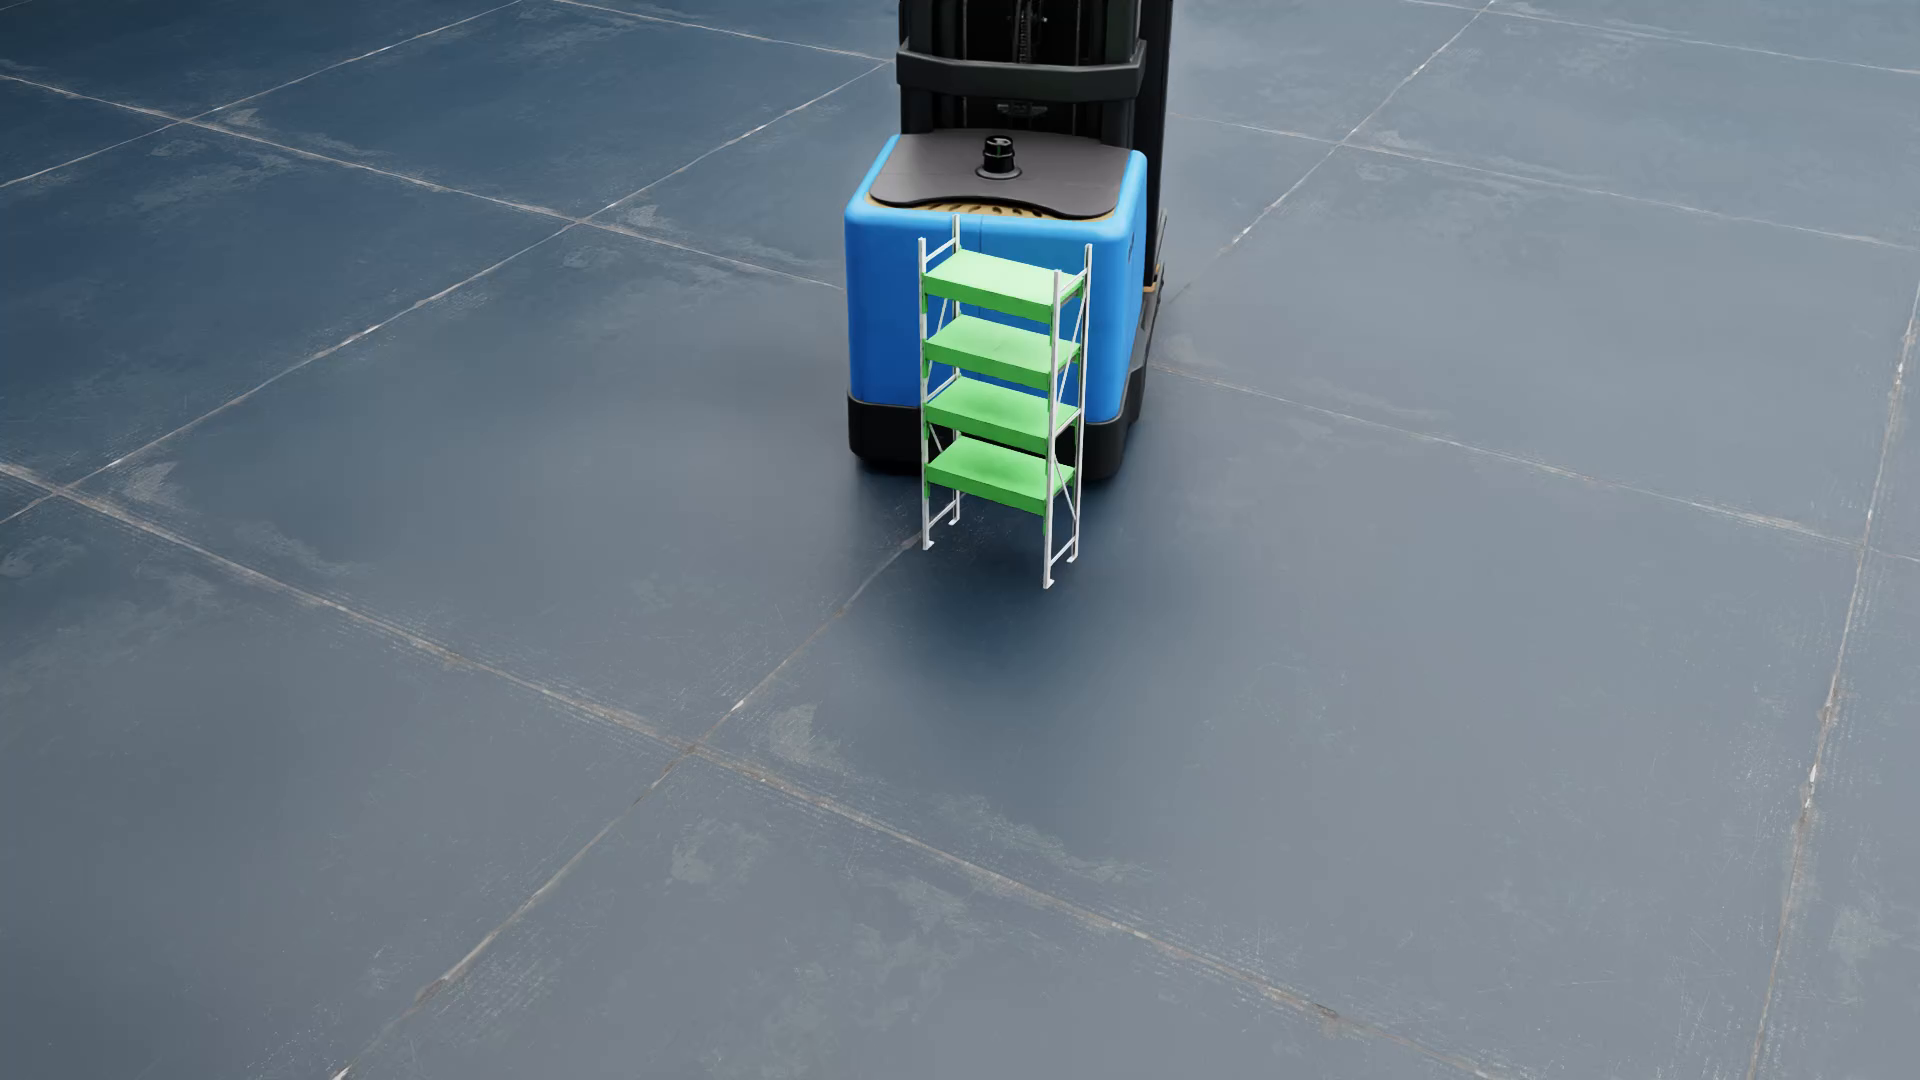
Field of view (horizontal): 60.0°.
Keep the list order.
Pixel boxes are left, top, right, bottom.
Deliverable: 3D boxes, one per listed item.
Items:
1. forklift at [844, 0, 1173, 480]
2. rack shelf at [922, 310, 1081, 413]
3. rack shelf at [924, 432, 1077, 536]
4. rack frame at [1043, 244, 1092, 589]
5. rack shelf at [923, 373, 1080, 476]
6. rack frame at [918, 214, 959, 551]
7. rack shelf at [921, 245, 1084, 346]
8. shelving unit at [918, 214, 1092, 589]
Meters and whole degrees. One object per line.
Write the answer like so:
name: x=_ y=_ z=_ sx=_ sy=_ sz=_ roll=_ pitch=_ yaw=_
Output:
forklift: x=0.342 y=-2.254 z=6.792 sx=1.130 sy=2.935 sz=3.031 roll=6 pitch=34 yaw=9
rack shelf: x=0.144 y=-0.600 z=5.552 sx=0.480 sy=0.148 sz=0.258 roll=18 pitch=37 yaw=24
rack shelf: x=0.144 y=-0.201 z=5.818 sx=0.480 sy=0.148 sz=0.258 roll=18 pitch=37 yaw=24
rack frame: x=0.356 y=-0.387 z=5.549 sx=0.015 sy=1.200 sz=0.240 roll=18 pitch=37 yaw=24
rack shelf: x=0.144 y=-0.401 z=5.685 sx=0.480 sy=0.148 sz=0.258 roll=18 pitch=37 yaw=24
rack frame: x=-0.068 y=-0.521 z=5.751 sx=0.015 sy=1.200 sz=0.240 roll=18 pitch=37 yaw=24
rack shelf: x=0.144 y=-0.800 z=5.419 sx=0.480 sy=0.148 sz=0.258 roll=18 pitch=37 yaw=24
shelving unit: x=0.144 y=-0.454 z=5.650 sx=0.503 sy=1.200 sz=0.258 roll=18 pitch=37 yaw=24
